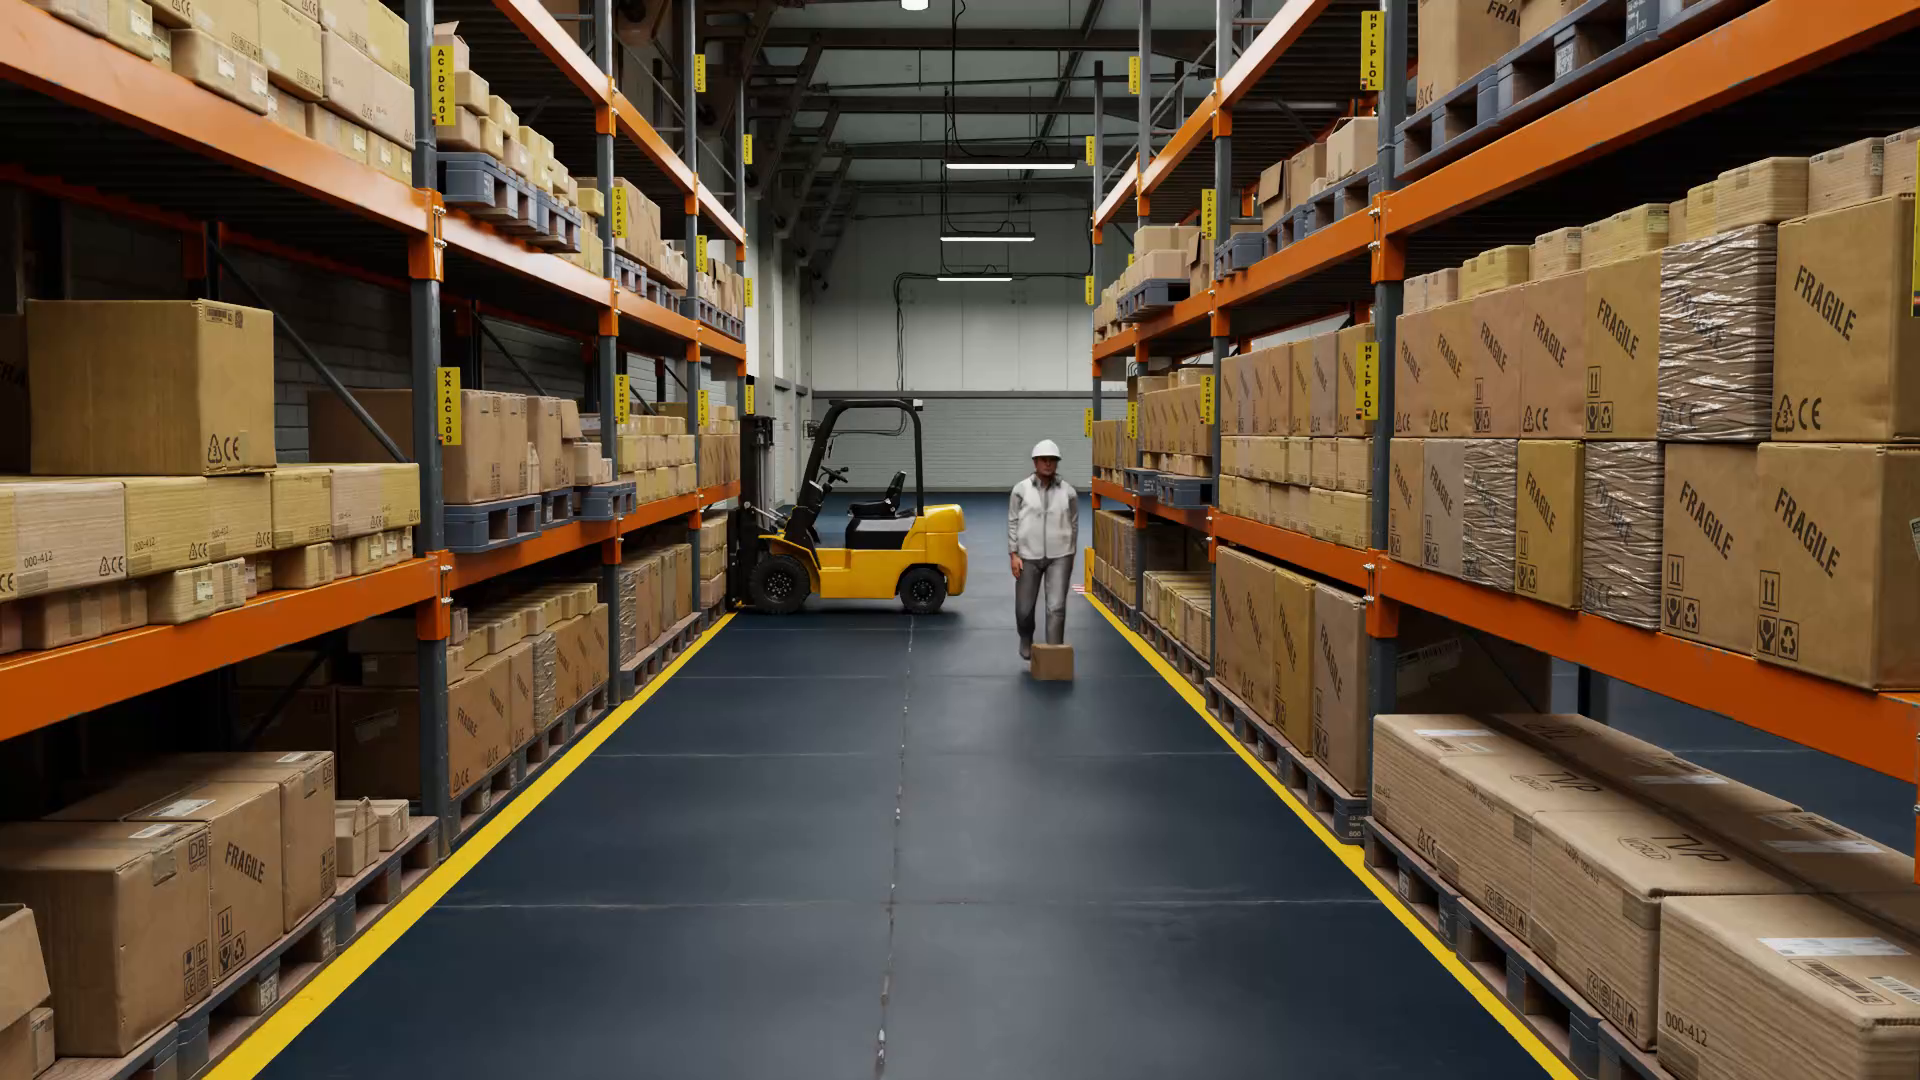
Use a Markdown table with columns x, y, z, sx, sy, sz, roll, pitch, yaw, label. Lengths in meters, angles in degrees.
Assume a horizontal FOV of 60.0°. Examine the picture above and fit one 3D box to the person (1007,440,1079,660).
| x | y | z | sx | sy | sz | roll | pitch | yaw | label |
| --- | --- | --- | --- | --- | --- | --- | --- | --- | --- |
| 0.625 | 0.118 | 12.576 | 0.540 | 1.749 | 0.812 | 0 | 4 | 1 | person |
